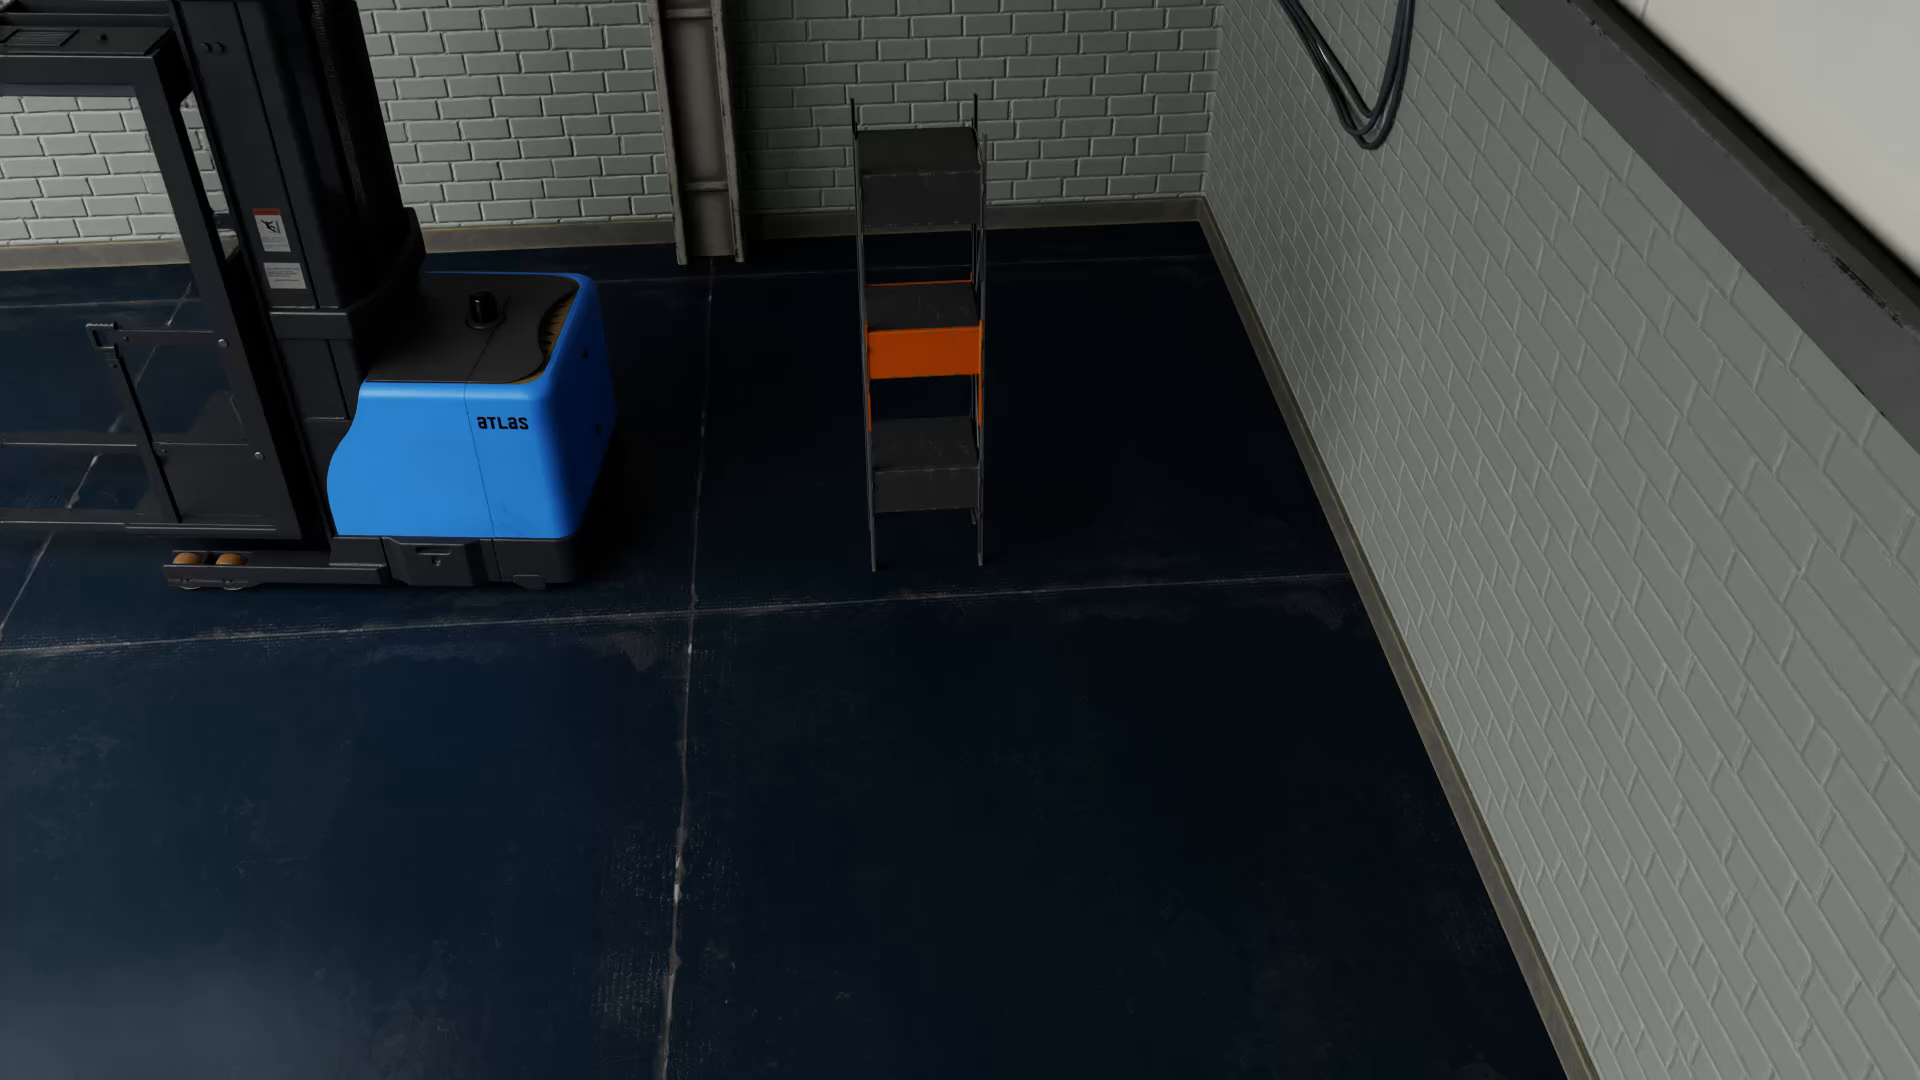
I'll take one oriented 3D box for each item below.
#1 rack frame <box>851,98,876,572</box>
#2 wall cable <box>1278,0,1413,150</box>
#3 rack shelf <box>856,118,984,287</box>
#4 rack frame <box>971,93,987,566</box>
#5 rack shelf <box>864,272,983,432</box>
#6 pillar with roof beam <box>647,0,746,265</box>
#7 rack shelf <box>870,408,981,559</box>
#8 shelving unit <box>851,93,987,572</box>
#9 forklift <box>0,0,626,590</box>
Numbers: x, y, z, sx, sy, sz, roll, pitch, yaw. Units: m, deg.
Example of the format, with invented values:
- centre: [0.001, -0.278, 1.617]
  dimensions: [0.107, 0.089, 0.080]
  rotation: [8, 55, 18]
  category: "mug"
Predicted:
- centre: [-0.408, -0.802, 7.071]
  dimensions: [0.015, 2.100, 0.400]
  rotation: [-3, 38, -4]
  category: "rack frame"
- centre: [1.572, -3.390, 7.289]
  dimensions: [0.112, 2.526, 3.097]
  rotation: [-3, 38, -4]
  category: "wall cable"
- centre: [-0.165, -1.354, 6.663]
  dimensions: [0.480, 0.518, 0.431]
  rotation: [-3, 38, -4]
  category: "rack shelf"
- centre: [0.078, -0.829, 7.105]
  dimensions: [0.015, 2.100, 0.400]
  rotation: [-3, 38, -4]
  category: "rack frame"
- centre: [-0.165, -0.805, 7.097]
  dimensions: [0.480, 0.518, 0.431]
  rotation: [-3, 38, -4]
  category: "rack shelf"
- centre: [-1.098, -2.607, 3.790]
  dimensions: [0.400, 9.000, 9.100]
  rotation: [-3, 38, -4]
  category: "pillar with roof beam"
- centre: [-0.165, -0.255, 7.530]
  dimensions: [0.480, 0.518, 0.431]
  rotation: [-3, 38, -4]
  category: "rack shelf"
- centre: [-0.165, -0.815, 7.088]
  dimensions: [0.503, 2.100, 0.431]
  rotation: [-3, 38, -4]
  category: "shelving unit"
- centre: [-3.160, -1.252, 6.971]
  dimensions: [3.031, 2.935, 1.130]
  rotation: [1, 38, 1]
  category: "forklift"
